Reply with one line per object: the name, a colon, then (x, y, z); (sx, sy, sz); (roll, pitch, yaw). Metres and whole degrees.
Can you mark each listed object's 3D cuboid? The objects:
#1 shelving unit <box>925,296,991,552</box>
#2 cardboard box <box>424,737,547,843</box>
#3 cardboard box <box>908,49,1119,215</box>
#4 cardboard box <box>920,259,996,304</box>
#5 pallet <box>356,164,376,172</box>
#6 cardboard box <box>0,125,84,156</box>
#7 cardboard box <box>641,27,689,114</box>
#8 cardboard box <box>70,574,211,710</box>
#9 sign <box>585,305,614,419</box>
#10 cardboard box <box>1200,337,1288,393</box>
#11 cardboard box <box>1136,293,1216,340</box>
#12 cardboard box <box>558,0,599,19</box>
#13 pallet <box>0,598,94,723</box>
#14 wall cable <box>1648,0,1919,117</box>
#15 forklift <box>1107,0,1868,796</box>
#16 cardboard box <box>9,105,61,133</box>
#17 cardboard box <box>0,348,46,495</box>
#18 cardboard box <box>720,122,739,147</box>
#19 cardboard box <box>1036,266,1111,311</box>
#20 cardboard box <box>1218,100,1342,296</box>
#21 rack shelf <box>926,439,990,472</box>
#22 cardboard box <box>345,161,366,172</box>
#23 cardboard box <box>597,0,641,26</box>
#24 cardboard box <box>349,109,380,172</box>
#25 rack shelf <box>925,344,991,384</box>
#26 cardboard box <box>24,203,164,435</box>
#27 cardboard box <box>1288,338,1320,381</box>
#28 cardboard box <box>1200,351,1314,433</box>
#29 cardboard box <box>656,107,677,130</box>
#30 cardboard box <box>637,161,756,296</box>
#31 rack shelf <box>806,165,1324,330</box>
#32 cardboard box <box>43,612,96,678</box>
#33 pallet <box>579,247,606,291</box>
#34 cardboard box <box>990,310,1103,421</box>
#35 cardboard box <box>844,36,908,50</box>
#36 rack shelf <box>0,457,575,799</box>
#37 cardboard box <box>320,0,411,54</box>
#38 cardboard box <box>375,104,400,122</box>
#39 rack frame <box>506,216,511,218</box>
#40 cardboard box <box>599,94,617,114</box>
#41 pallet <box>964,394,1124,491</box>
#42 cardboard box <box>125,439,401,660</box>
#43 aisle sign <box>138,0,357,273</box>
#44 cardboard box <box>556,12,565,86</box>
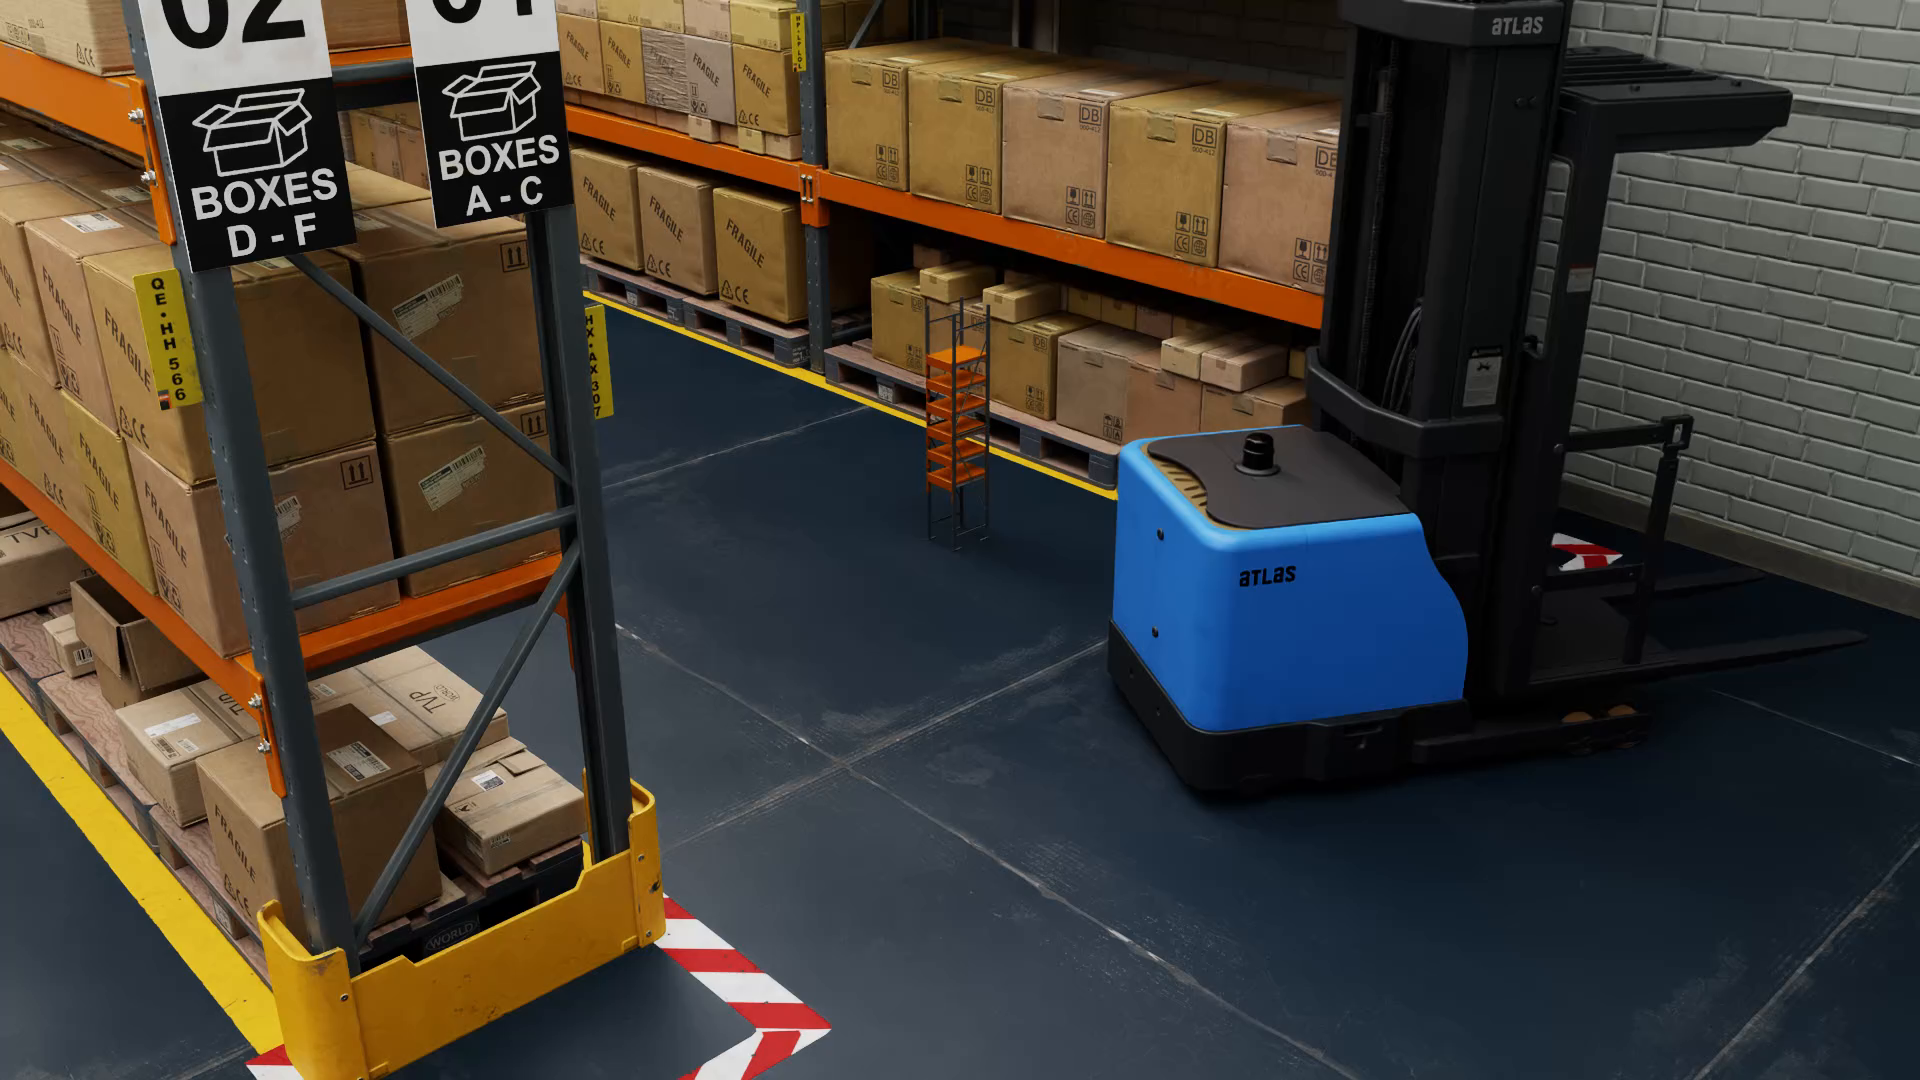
shelving unit: (-0.010, -0.550, 8.011); (0.258, 1.200, 0.189); (-21, 32, -38)
cardboard box: (-1.634, 0.842, 5.674); (0.380, 0.166, 0.250); (-21, 32, -38)
cardboard box: (0.306, -2.310, 9.338); (0.980, 0.700, 0.700); (-22, 33, -40)
cardboard box: (-0.011, -1.503, 9.655); (0.380, 0.149, 0.250); (-20, 31, -37)
pallet: (-5.483, -3.485, 15.635); (1.003, 0.211, 1.213); (-21, 32, -38)
cardboard box: (-3.341, -1.125, 5.776); (0.500, 0.500, 0.500); (-22, 33, -40)
cardboard box: (-1.741, -3.130, 10.994); (0.500, 0.500, 0.500); (-21, 32, -38)
cardboard box: (-2.874, 0.345, 6.358); (0.797, 0.503, 0.637); (-21, 32, -38)
sign: (-1.032, -0.495, 4.678); (0.100, 0.325, 0.005); (-21, 32, -38)
cardboard box: (1.413, -0.873, 8.274); (0.380, 0.149, 0.250); (-22, 32, -39)
cardboard box: (1.174, -1.211, 9.015); (0.380, 0.149, 0.250); (-21, 32, -38)
cardboard box: (-2.448, -3.785, 11.525); (0.500, 0.250, 0.500); (-21, 32, -38)
pallet: (-3.693, 0.318, 7.298); (1.003, 0.211, 1.213); (-21, 32, -38)
wall cable: (3.751, -1.696, 7.130); (0.084, 1.984, 1.851); (-21, 32, -38)
forklift: (2.186, -0.708, 6.271); (3.031, 2.935, 1.130); (-6, 25, -13)
cardboard box: (-3.275, -1.425, 6.434); (0.500, 0.500, 0.500); (-22, 32, -39)
cardboard box: (-2.971, -0.513, 5.639); (0.500, 0.500, 0.500); (-22, 32, -39)
cardboard box: (-1.320, -2.643, 10.708); (0.380, 0.149, 0.250); (-20, 31, -37)
cardboard box: (0.648, -1.443, 9.524); (0.380, 0.149, 0.250); (-21, 32, -38)
cardboard box: (1.830, -1.641, 7.873); (0.980, 0.700, 0.700); (-20, 31, -36)
rack shelf: (-0.010, -0.401, 8.079); (0.258, 0.103, 0.180); (-21, 32, -38)
cardboard box: (-2.240, -0.966, 5.428); (0.500, 0.500, 0.500); (-21, 32, -38)
cardboard box: (-2.094, -3.632, 11.190); (0.500, 0.250, 0.500); (-22, 33, -39)
cardboard box: (-5.111, -3.691, 15.209); (0.700, 0.500, 0.500); (-22, 32, -39)
rack shelf: (-0.010, -0.837, 7.880); (0.258, 0.103, 0.180); (-21, 32, -38)
cardboard box: (-2.279, -0.657, 4.751); (0.500, 0.500, 0.500); (-20, 31, -37)
cardboard box: (1.866, -0.905, 8.344); (0.380, 0.149, 0.250); (-21, 32, -38)
cardboard box: (1.634, -0.591, 8.437); (0.700, 0.500, 0.500); (-21, 32, -38)
cardboard box: (-1.822, -2.879, 11.226); (0.380, 0.149, 0.250); (-22, 33, -40)
cardboard box: (-1.697, -2.207, 11.557); (0.750, 0.750, 0.750); (-20, 31, -37)
rack shelf: (0.819, -1.632, 9.080); (1.077, 0.370, 4.000); (-21, 32, -38)
cardboard box: (-3.434, 0.378, 6.691); (0.380, 0.166, 0.250); (-21, 32, -38)
pallet: (-2.798, -2.248, 12.924); (1.003, 0.211, 1.213); (-21, 32, -38)
cardboard box: (0.578, -1.054, 9.452); (0.700, 0.500, 0.500); (-20, 31, -37)
cardboard box: (-0.679, -2.966, 10.635); (0.500, 0.500, 0.500); (22, 33, 40)
rack shelf: (-2.795, -0.226, 5.997); (1.077, 0.370, 4.000); (-21, 32, -38)
cardboard box: (-1.593, -1.471, 4.427); (0.500, 0.250, 0.500); (-21, 32, -38)
cardboard box: (-4.839, -3.886, 14.732); (0.500, 0.250, 0.500); (-22, 33, -40)
rack frame: (-3.282, -3.777, 12.915); (1.000, 3.000, 0.127); (-21, 32, -38)
cardboard box: (-2.326, -3.125, 11.764); (0.380, 0.149, 0.250); (-21, 32, -38)
pallet: (0.752, -0.674, 9.474); (1.003, 0.211, 1.213); (-21, 32, -38)
cardboard box: (-1.932, -0.051, 4.627); (0.500, 0.500, 0.500); (-20, 31, -37)
aisle sign: (-1.605, -1.022, 3.744); (0.394, 0.787, 0.004); (-21, 32, -38)
cardboard box: (-2.786, -3.586, 11.993); (0.500, 0.500, 0.500); (-20, 31, -37)
